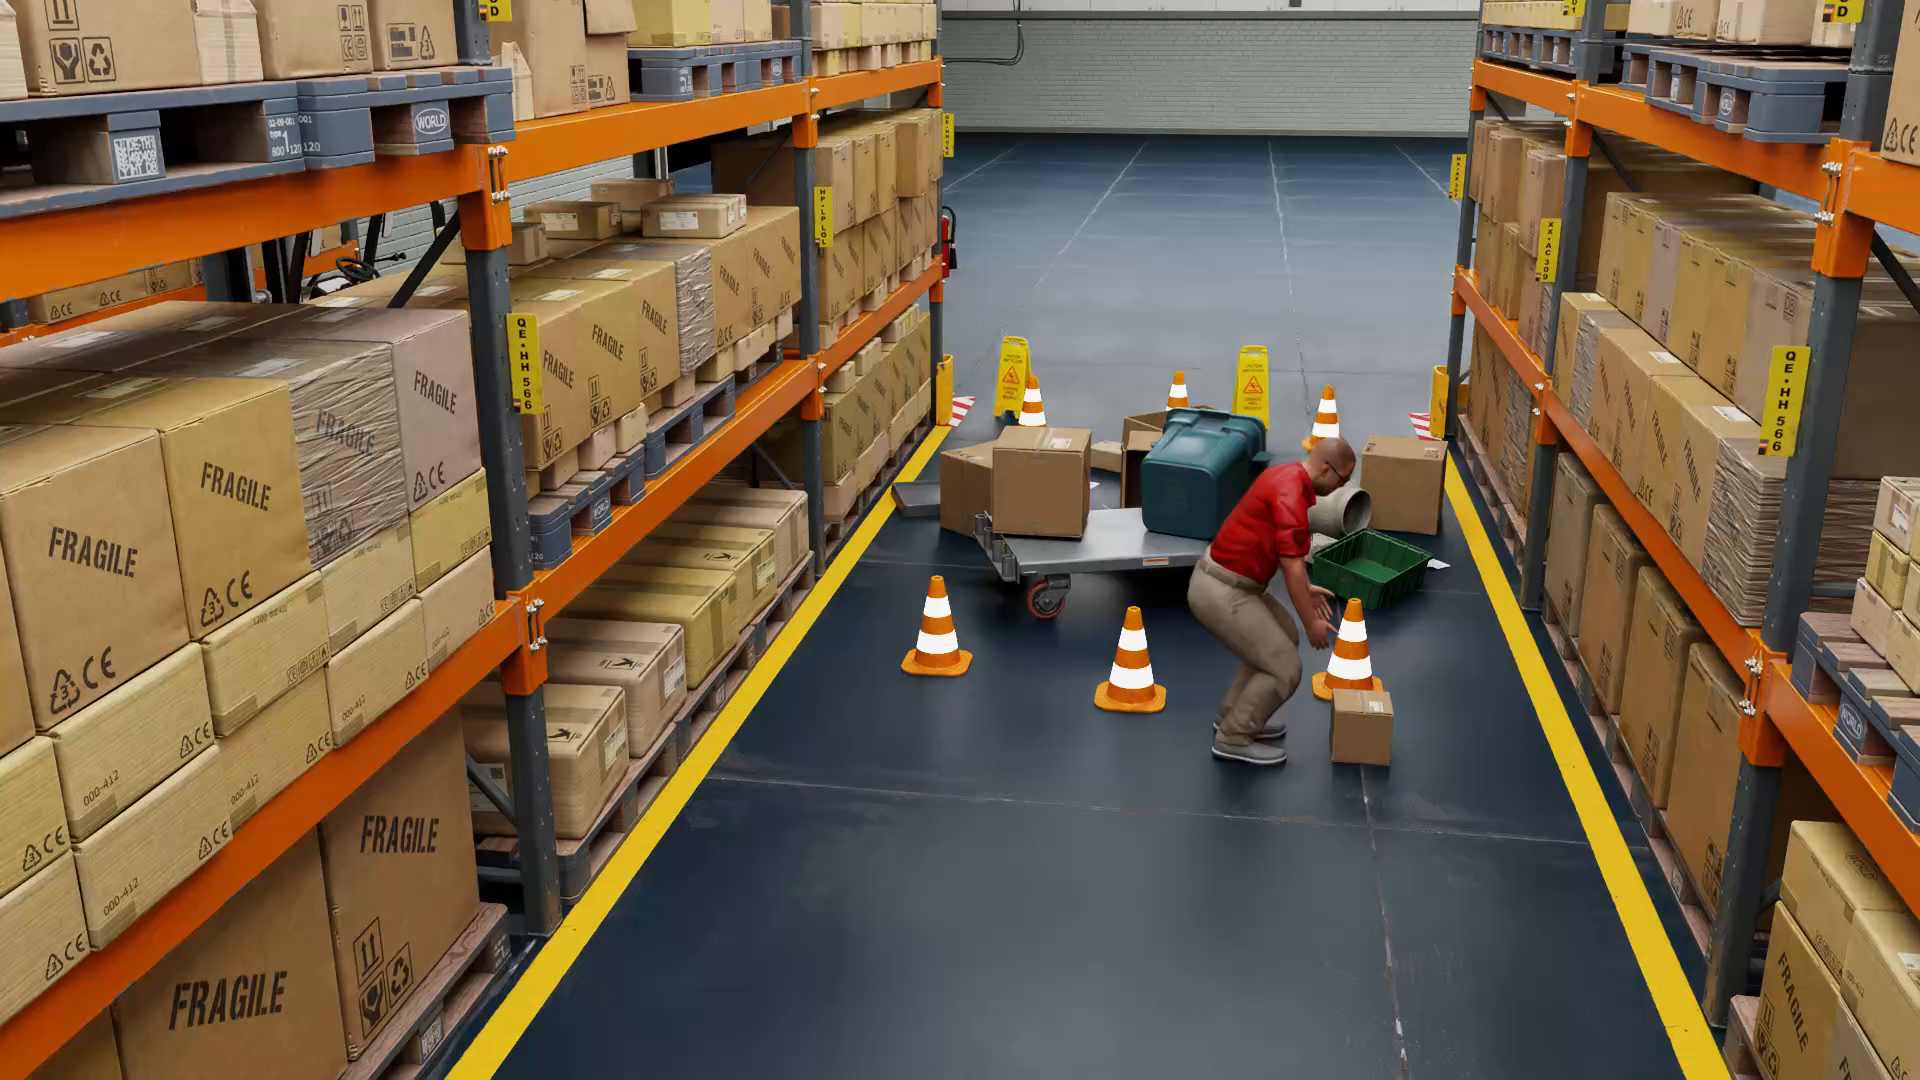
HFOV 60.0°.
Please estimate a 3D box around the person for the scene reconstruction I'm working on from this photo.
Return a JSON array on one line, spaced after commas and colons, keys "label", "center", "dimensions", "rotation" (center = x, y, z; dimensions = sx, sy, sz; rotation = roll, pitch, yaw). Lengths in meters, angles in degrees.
[{"label": "person", "center": [1.393, 0.245, 7.320], "dimensions": [0.598, 1.431, 0.589], "rotation": [3, 18, 9]}]
